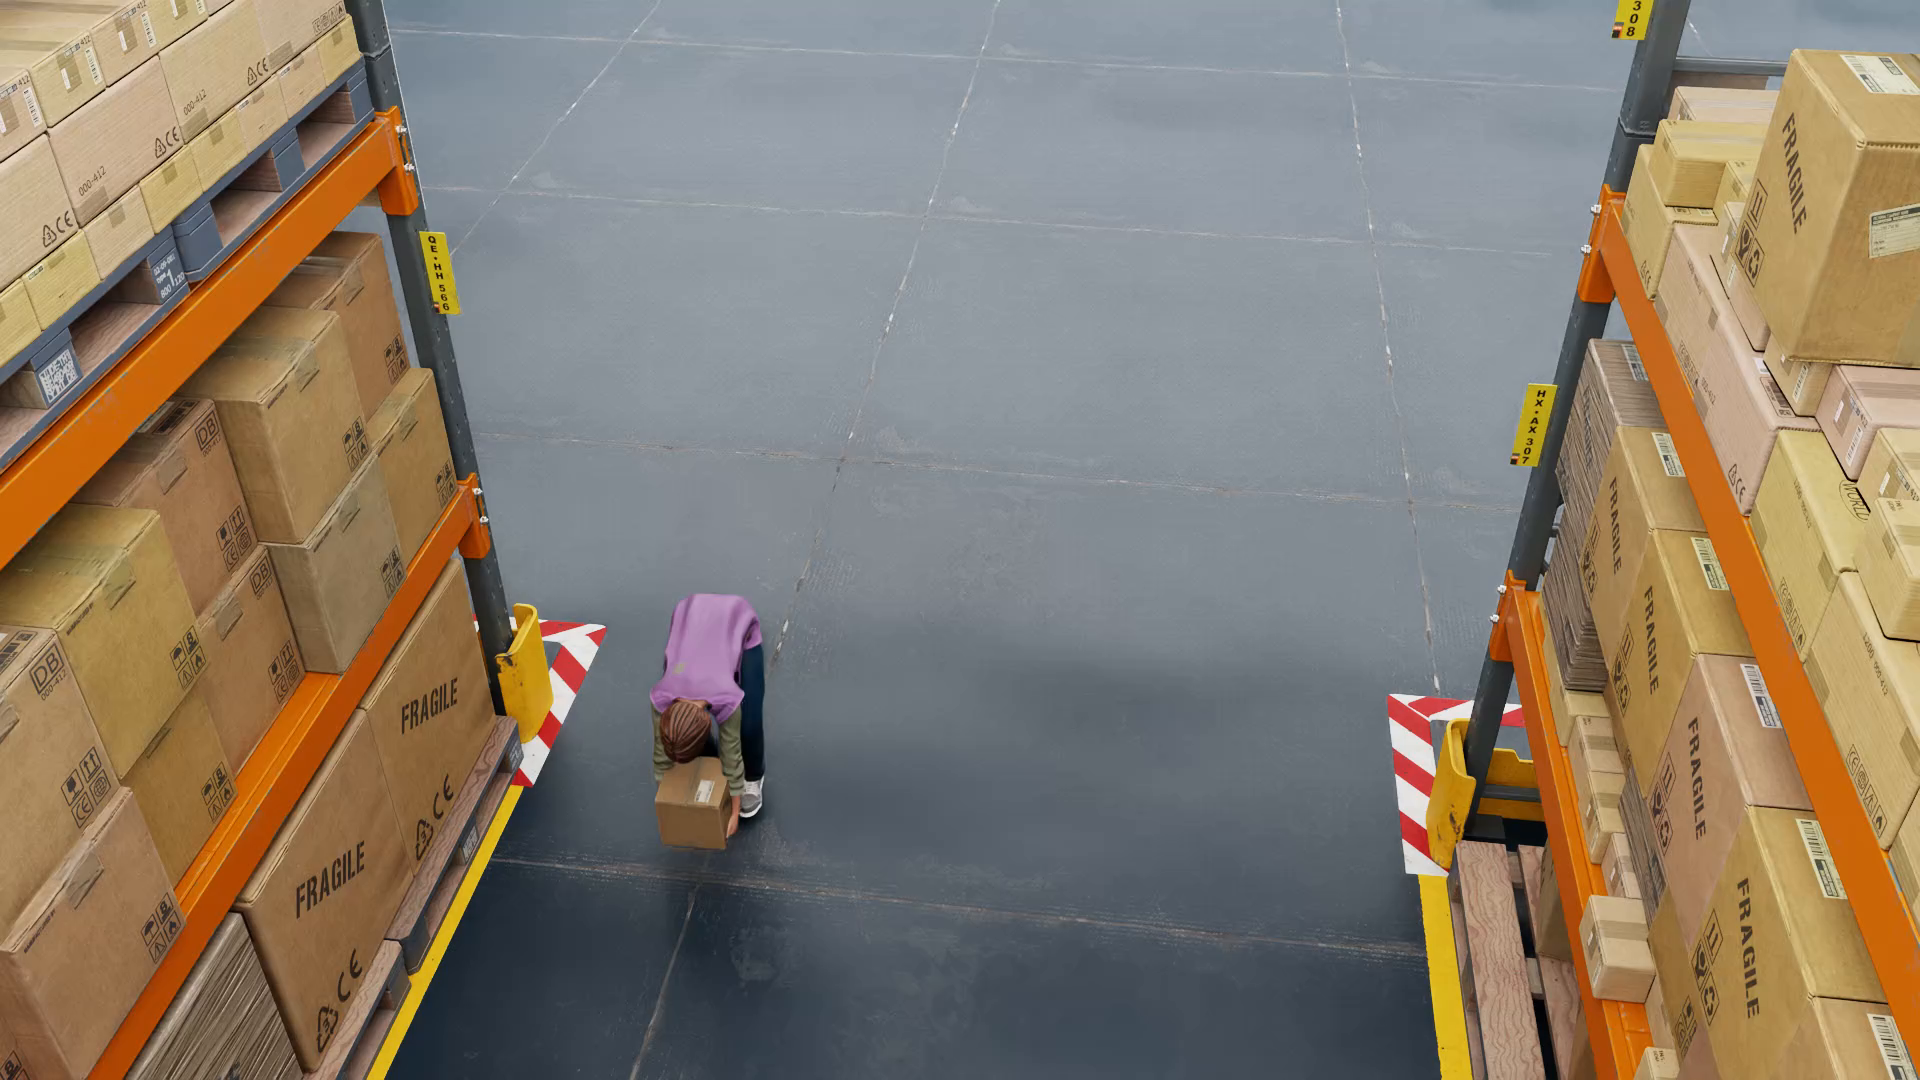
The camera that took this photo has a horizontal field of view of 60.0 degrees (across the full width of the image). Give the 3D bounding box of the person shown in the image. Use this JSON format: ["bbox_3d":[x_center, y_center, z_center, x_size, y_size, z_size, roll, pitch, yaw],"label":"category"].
[{"bbox_3d":[-0.987,0.763,6.536,0.396,0.980,0.871,3,37,4],"label":"person"}]
